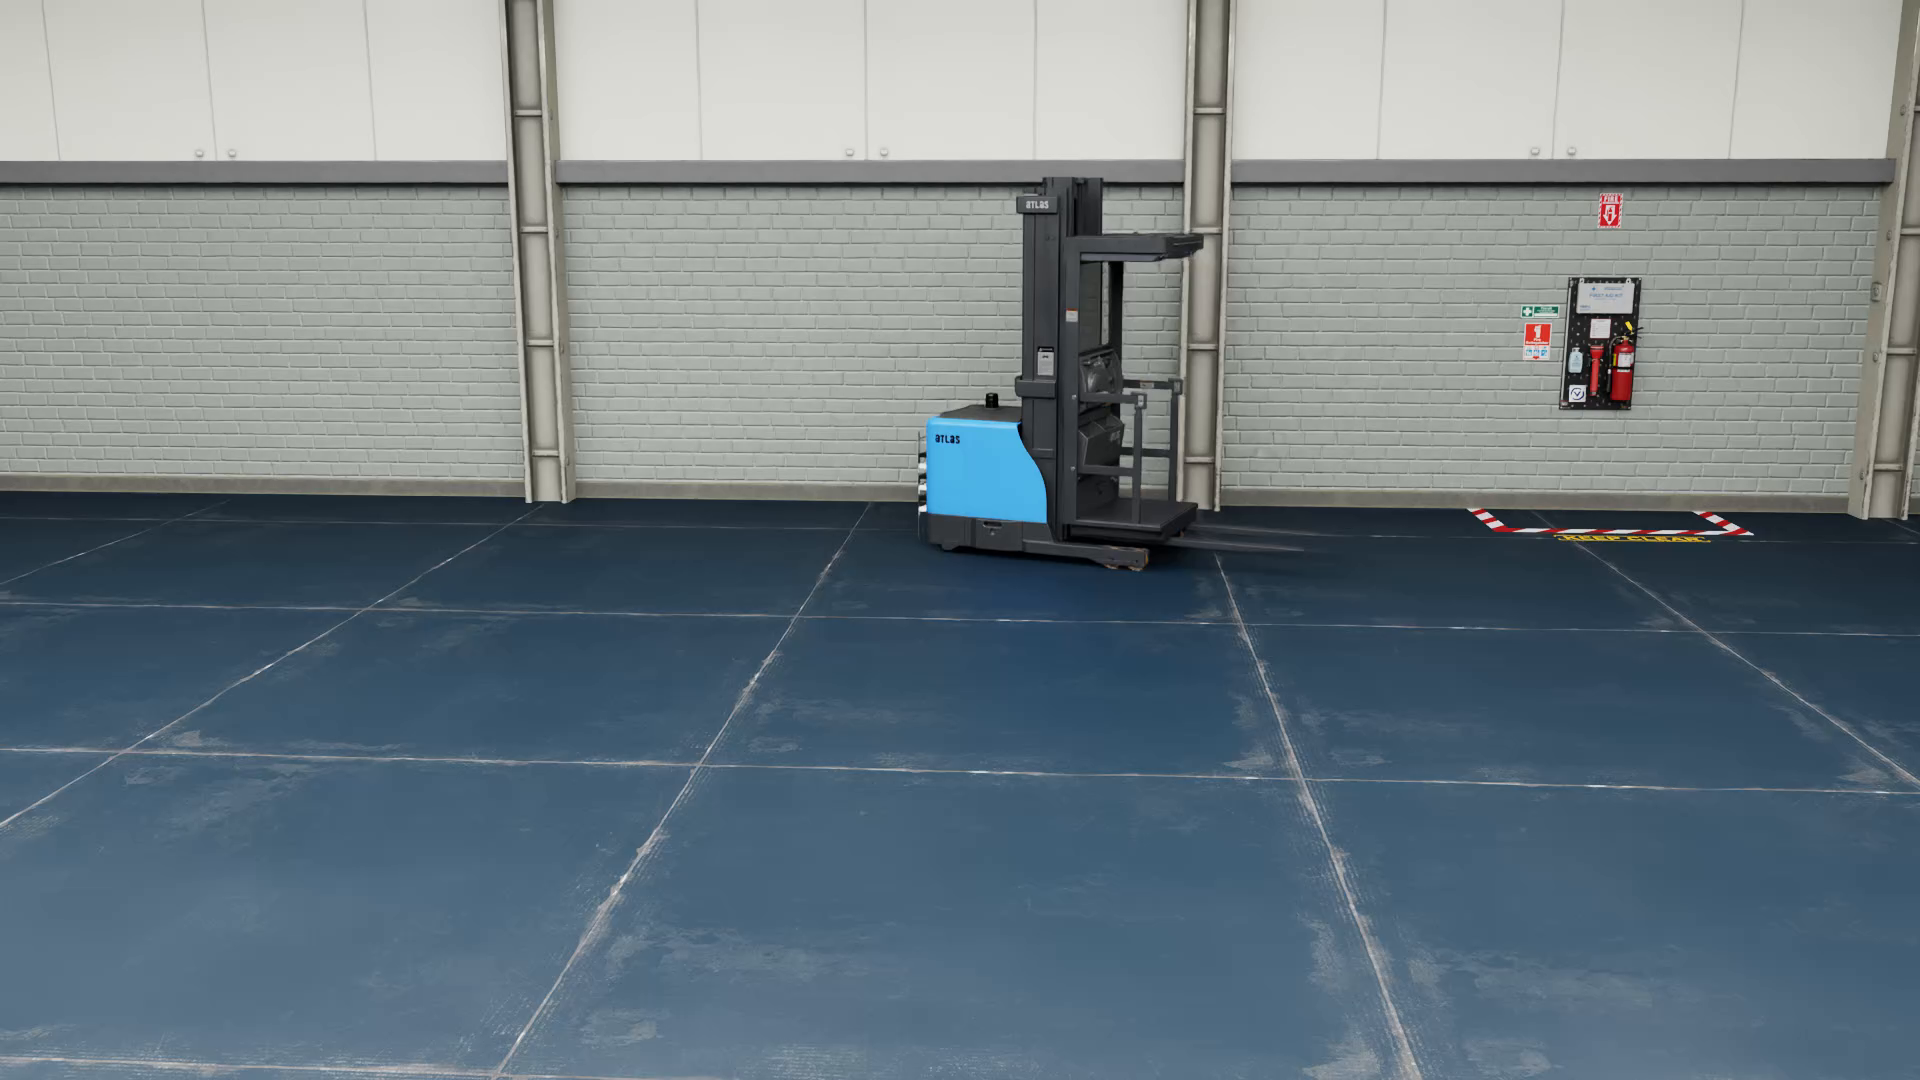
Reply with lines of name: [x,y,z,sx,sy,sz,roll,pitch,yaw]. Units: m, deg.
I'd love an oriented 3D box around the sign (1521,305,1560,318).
sign: [5.144,-2.026,14.744,0.331,0.109,0.001,1,12,4]

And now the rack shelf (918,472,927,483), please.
rack shelf: [-0.201,-0.519,13.772,0.200,0.077,0.258,5,13,23]

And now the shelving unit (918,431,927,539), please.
shelving unit: [-0.201,-0.463,13.784,0.210,0.900,0.258,5,13,23]

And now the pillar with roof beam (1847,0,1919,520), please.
pillar with roof beam: [7.860,-3.737,9.656,0.400,9.000,9.100,1,12,4]

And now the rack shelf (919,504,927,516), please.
rack shelf: [-0.201,-0.254,13.828,0.200,0.077,0.258,5,13,23]

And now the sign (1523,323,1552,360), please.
sign: [5.140,-1.768,14.807,0.234,0.329,0.001,1,12,4]

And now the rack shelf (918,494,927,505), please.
rack shelf: [-0.201,-0.342,13.809,0.200,0.077,0.258,5,13,23]

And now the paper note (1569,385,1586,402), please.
paper note: [5.513,-1.307,14.843,0.142,0.148,0.016,1,12,4]

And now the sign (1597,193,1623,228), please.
sign: [5.684,-2.877,14.534,0.199,0.298,0.001,1,12,4]

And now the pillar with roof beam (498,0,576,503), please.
pillar with roof beam: [-4.113,-3.901,10.441,0.400,9.000,9.100,1,12,4]

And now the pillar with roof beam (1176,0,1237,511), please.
pillar with roof beam: [1.874,-3.819,10.049,0.400,9.000,9.100,1,12,4]

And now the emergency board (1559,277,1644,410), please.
emergency board: [5.685,-1.722,14.674,0.643,1.169,0.194,1,12,4]

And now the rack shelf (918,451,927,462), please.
rack shelf: [-0.201,-0.695,13.735,0.200,0.077,0.258,5,13,23]

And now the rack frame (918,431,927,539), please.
rack frame: [-0.295,-0.471,13.823,0.006,0.900,0.240,5,13,23]

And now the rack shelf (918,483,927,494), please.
rack shelf: [-0.201,-0.430,13.791,0.200,0.077,0.258,5,13,23]

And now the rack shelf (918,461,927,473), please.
rack shelf: [-0.201,-0.607,13.754,0.200,0.077,0.258,5,13,23]

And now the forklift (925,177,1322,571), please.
forklift: [1.285,-1.322,12.931,3.031,2.935,1.130,5,13,23]
